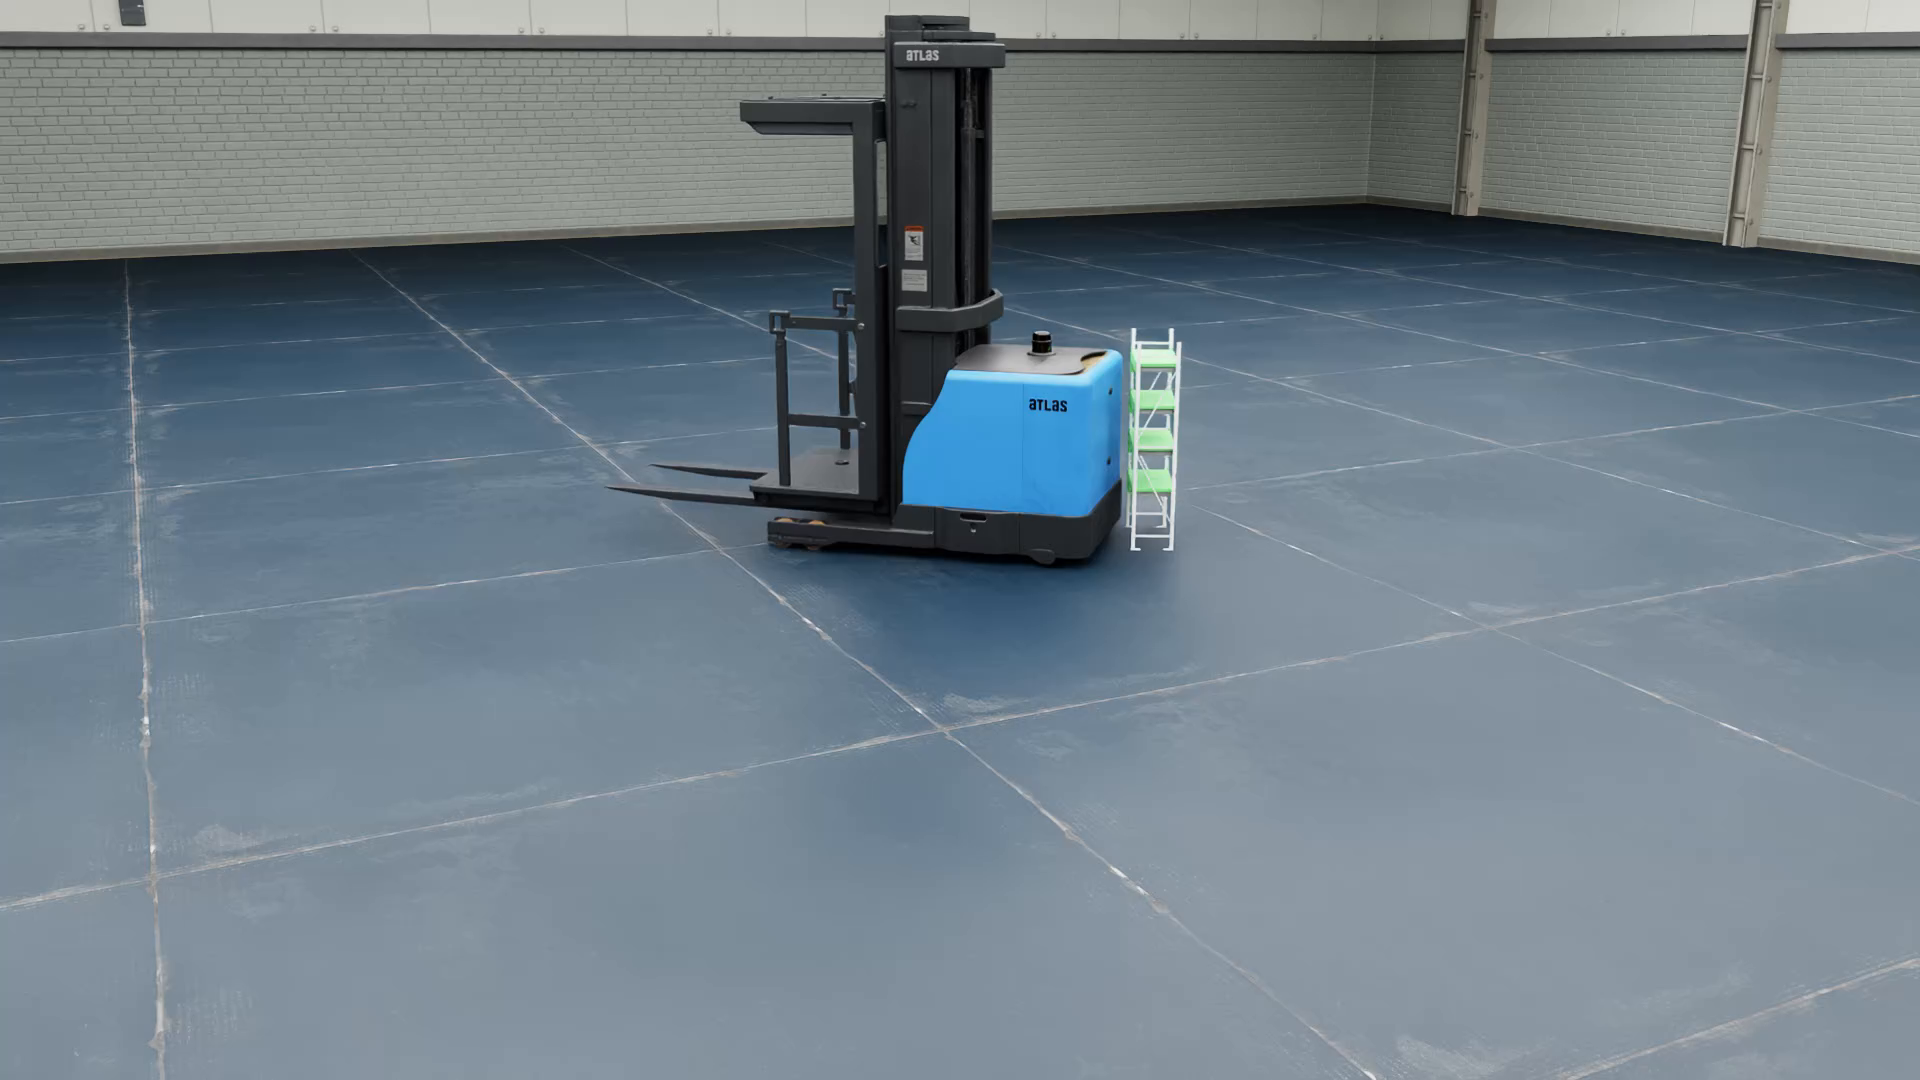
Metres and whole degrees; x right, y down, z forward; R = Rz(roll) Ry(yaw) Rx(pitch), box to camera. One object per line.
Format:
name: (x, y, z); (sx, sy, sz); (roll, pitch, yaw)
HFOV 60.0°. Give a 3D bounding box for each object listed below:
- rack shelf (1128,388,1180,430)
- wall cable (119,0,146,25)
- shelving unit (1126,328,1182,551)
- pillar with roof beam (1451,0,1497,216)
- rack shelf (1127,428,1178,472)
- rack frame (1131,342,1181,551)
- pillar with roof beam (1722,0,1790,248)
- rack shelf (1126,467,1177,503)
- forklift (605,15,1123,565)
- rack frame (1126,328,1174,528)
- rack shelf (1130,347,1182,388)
rack shelf: (1.114, -0.756, 9.571); (0.258, 0.148, 0.480); (1, 16, 2)
wall cable: (-10.585, -10.170, 22.711); (2.305, 6.003, 0.169); (-8, 18, -25)
shelving unit: (1.113, -0.587, 9.620); (0.258, 1.200, 0.503); (1, 16, 2)
pillar with roof beam: (5.422, -9.788, 27.545); (9.100, 9.000, 0.400); (-8, 18, -25)
rack shelf: (1.113, -0.526, 9.637); (0.258, 0.148, 0.480); (1, 16, 2)
rack frame: (1.104, -0.520, 9.385); (0.240, 1.200, 0.015); (1, 16, 2)
pillar with roof beam: (8.051, -8.300, 22.361); (9.100, 9.000, 0.400); (-8, 18, -25)
rack shelf: (1.113, -0.295, 9.704); (0.258, 0.148, 0.480); (1, 16, 2)
forklift: (-0.607, -1.486, 9.614); (3.031, 2.935, 1.130); (5, 17, 16)
rack frame: (1.122, -0.654, 9.854); (0.240, 1.200, 0.015); (1, 16, 2)
rack shelf: (1.114, -0.987, 9.505); (0.258, 0.148, 0.480); (1, 16, 2)
